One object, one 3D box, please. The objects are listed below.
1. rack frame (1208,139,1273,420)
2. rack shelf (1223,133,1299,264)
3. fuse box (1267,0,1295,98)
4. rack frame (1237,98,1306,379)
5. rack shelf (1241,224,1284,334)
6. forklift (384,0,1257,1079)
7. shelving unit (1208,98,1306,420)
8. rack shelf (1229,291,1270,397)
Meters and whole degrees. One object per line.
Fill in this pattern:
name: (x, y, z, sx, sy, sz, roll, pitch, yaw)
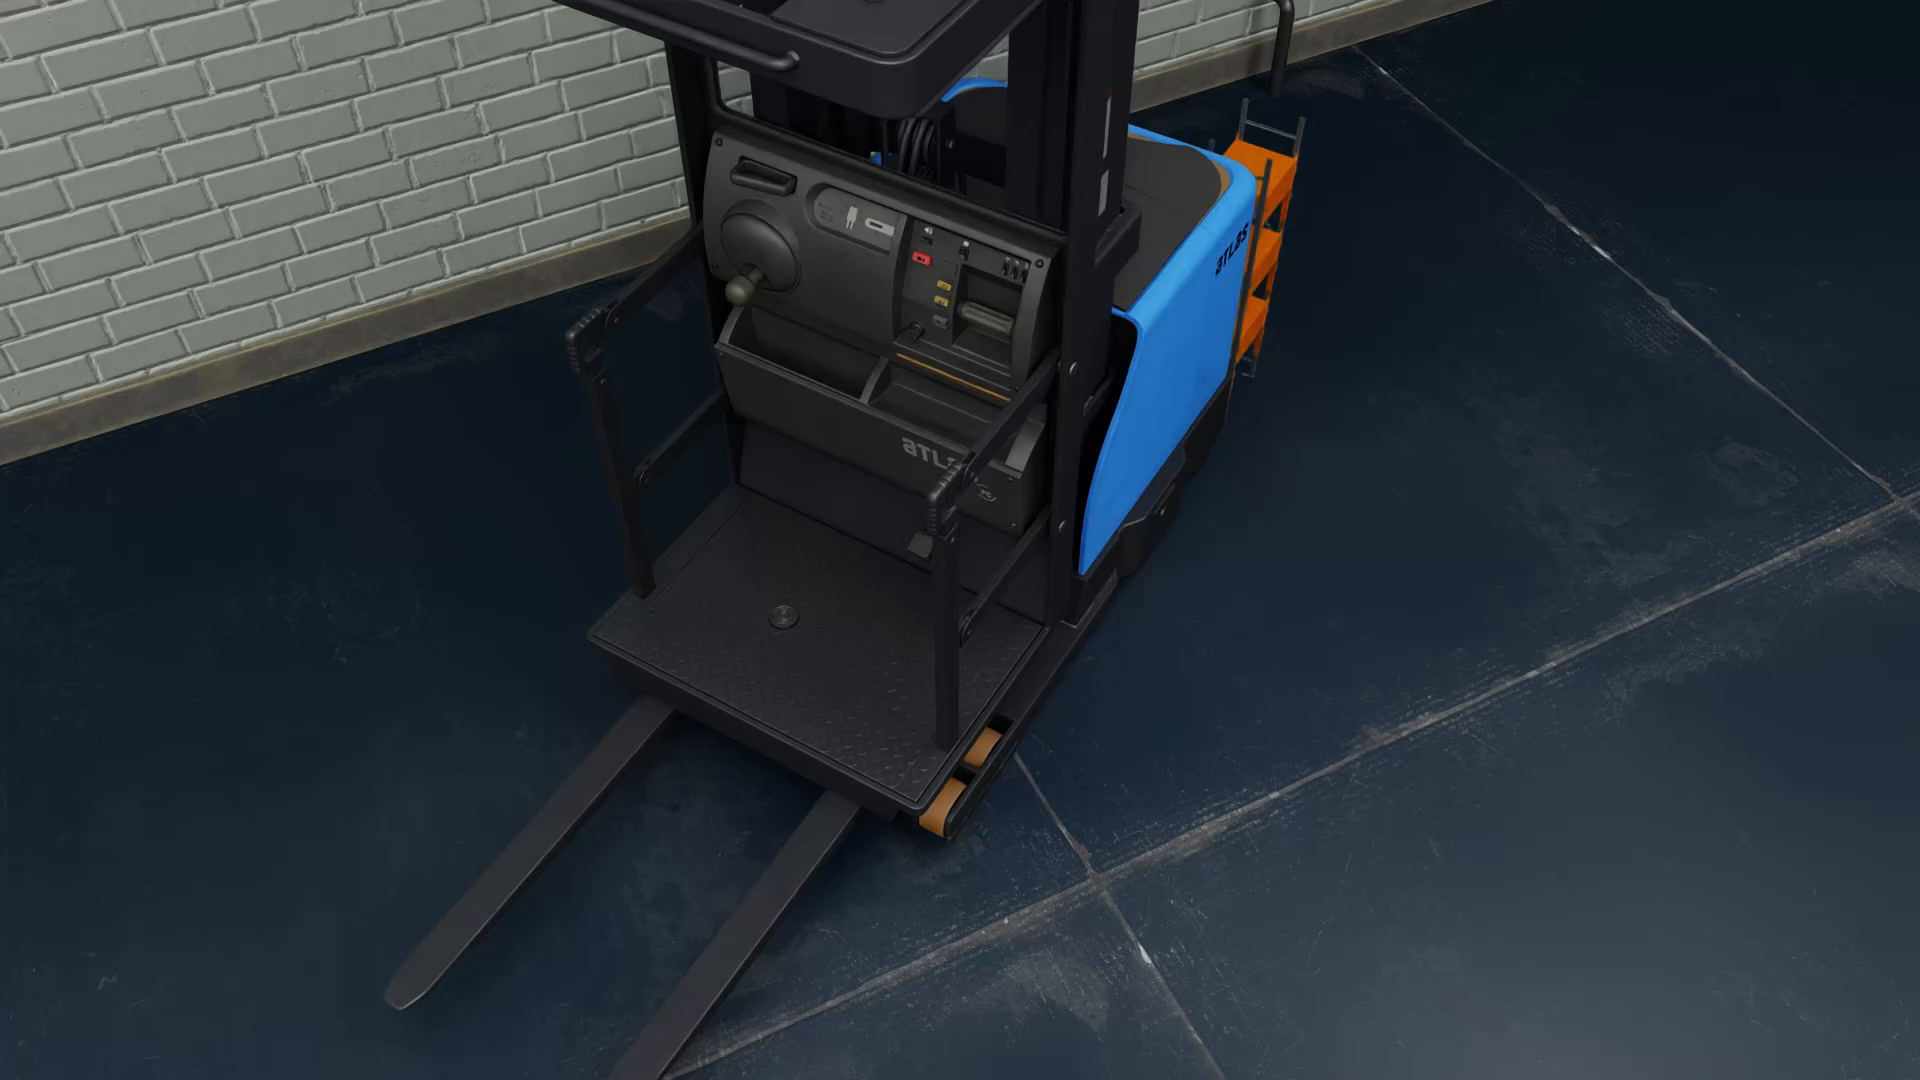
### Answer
rack frame: (0.811, -0.789, 5.237, 0.200, 1.050, 0.008, 24, 52, 19)
rack shelf: (0.877, -1.048, 5.103, 0.215, 0.259, 0.240, 24, 52, 19)
fuse box: (1.333, -2.395, 6.208, 0.539, 1.711, 0.414, -21, 52, -18)
rack frame: (0.934, -0.946, 5.378, 0.200, 1.050, 0.008, 24, 52, 19)
rack shelf: (0.872, -0.860, 5.315, 0.215, 0.259, 0.240, 24, 52, 19)
forklift: (-0.321, -0.563, 3.795, 1.130, 2.935, 3.031, 24, 53, 20)
shelving unit: (0.872, -0.867, 5.307, 0.215, 1.050, 0.252, 24, 52, 19)
rack shelf: (0.868, -0.676, 5.523, 0.215, 0.259, 0.240, 24, 52, 19)
